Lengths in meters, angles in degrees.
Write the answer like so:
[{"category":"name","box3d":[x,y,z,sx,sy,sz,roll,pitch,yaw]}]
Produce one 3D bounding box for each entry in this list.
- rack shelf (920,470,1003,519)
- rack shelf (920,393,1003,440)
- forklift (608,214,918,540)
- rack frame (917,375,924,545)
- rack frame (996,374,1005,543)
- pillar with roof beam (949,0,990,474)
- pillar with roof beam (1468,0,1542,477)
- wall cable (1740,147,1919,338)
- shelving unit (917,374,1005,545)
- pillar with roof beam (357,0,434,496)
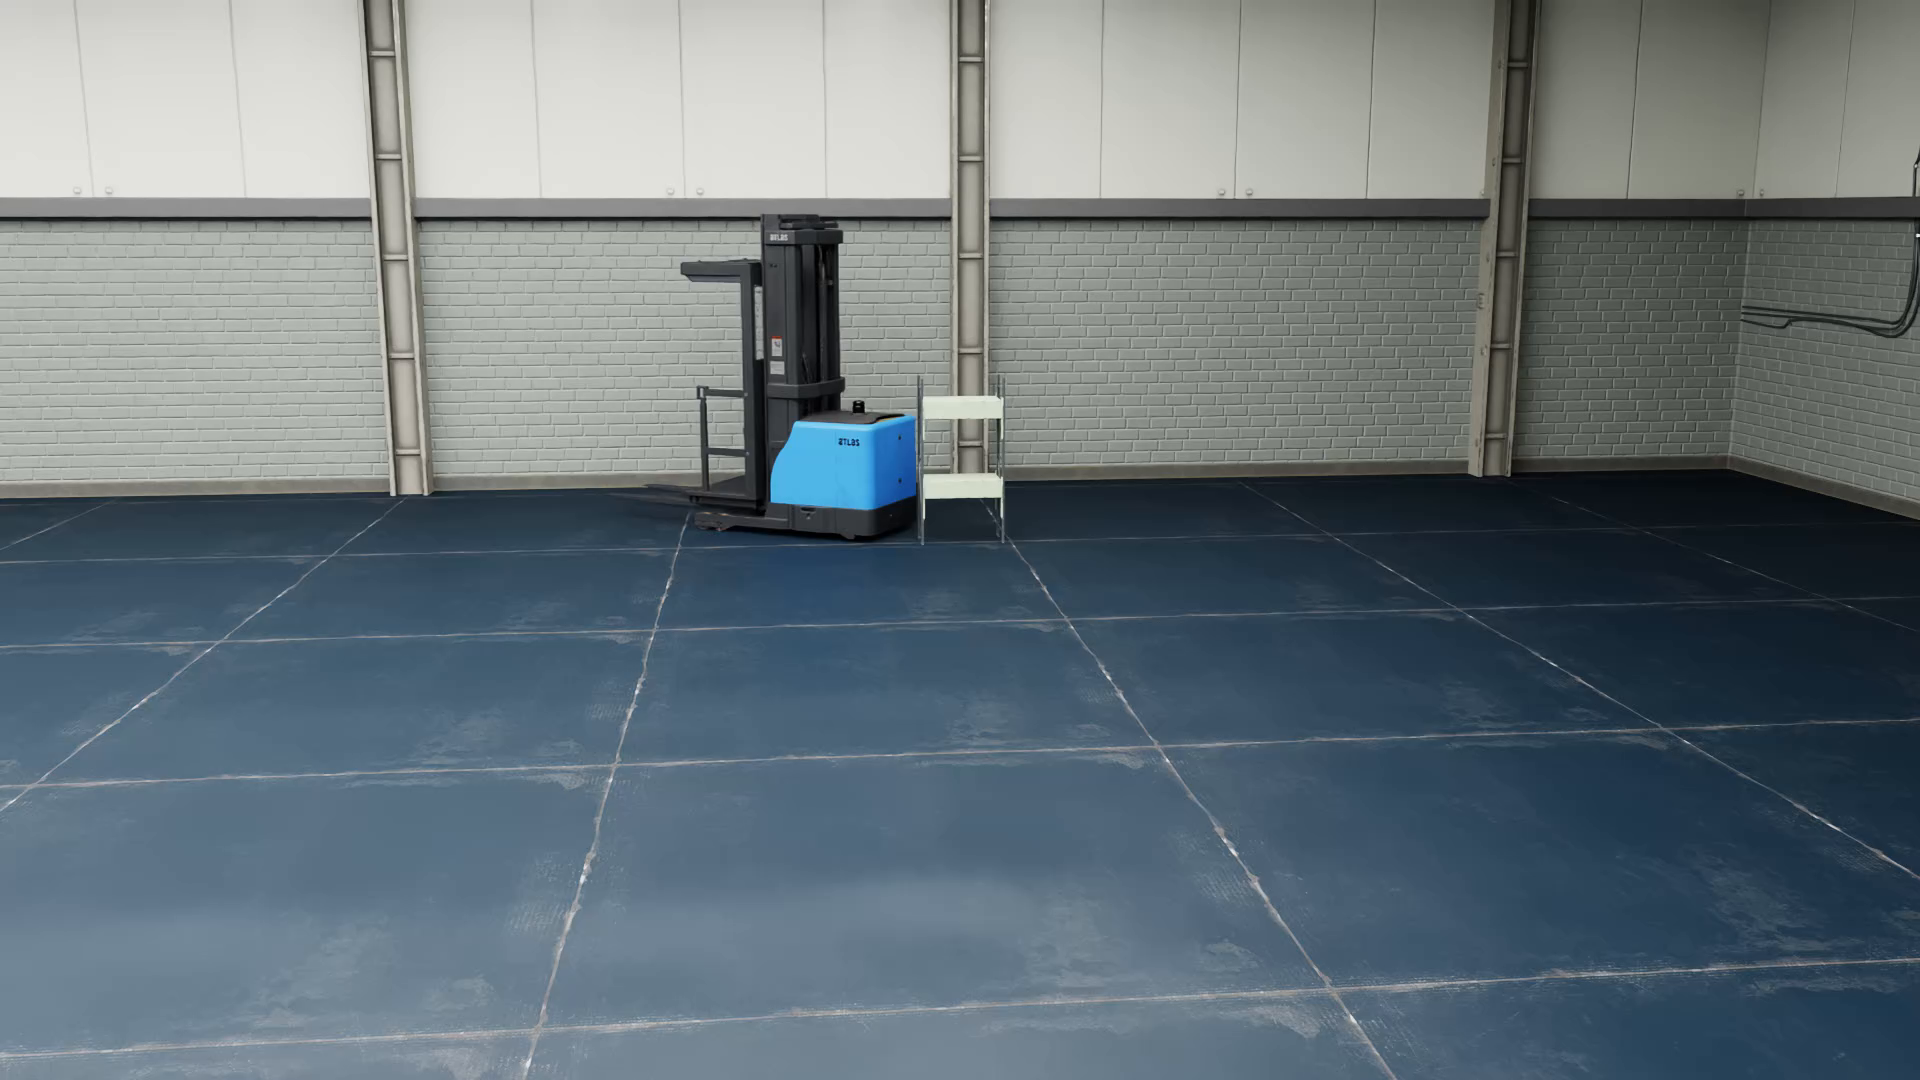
[{"category":"rack shelf","box3d":[0.007,-0.416,15.169,0.720,0.370,0.431,-1,11,-6]},{"category":"rack shelf","box3d":[0.007,-1.119,15.031,0.720,0.370,0.431,-1,11,-6]},{"category":"forklift","box3d":[-1.957,-1.609,15.834,3.031,2.935,1.130,5,12,24]},{"category":"rack frame","box3d":[-0.357,-0.728,15.067,0.023,1.500,0.400,-1,11,-6]},{"category":"rack frame","box3d":[0.371,-0.744,15.145,0.023,1.500,0.400,-1,11,-6]},{"category":"pillar with roof beam","box3d":[0.568,-4.217,13.372,0.400,9.000,9.100,-1,11,-6]},{"category":"pillar with roof beam","box3d":[6.533,-4.342,14.008,0.400,9.000,9.100,-1,11,-6]},{"category":"wall cable","box3d":[9.139,-3.452,17.529,0.112,2.526,3.097,-1,11,-6]},{"category":"shelving unit","box3d":[0.007,-0.736,15.106,0.755,1.500,0.431,-1,11,-6]},{"category":"pillar with roof beam","box3d":[-5.397,-4.092,12.737,0.400,9.000,9.100,-1,11,-6]}]
